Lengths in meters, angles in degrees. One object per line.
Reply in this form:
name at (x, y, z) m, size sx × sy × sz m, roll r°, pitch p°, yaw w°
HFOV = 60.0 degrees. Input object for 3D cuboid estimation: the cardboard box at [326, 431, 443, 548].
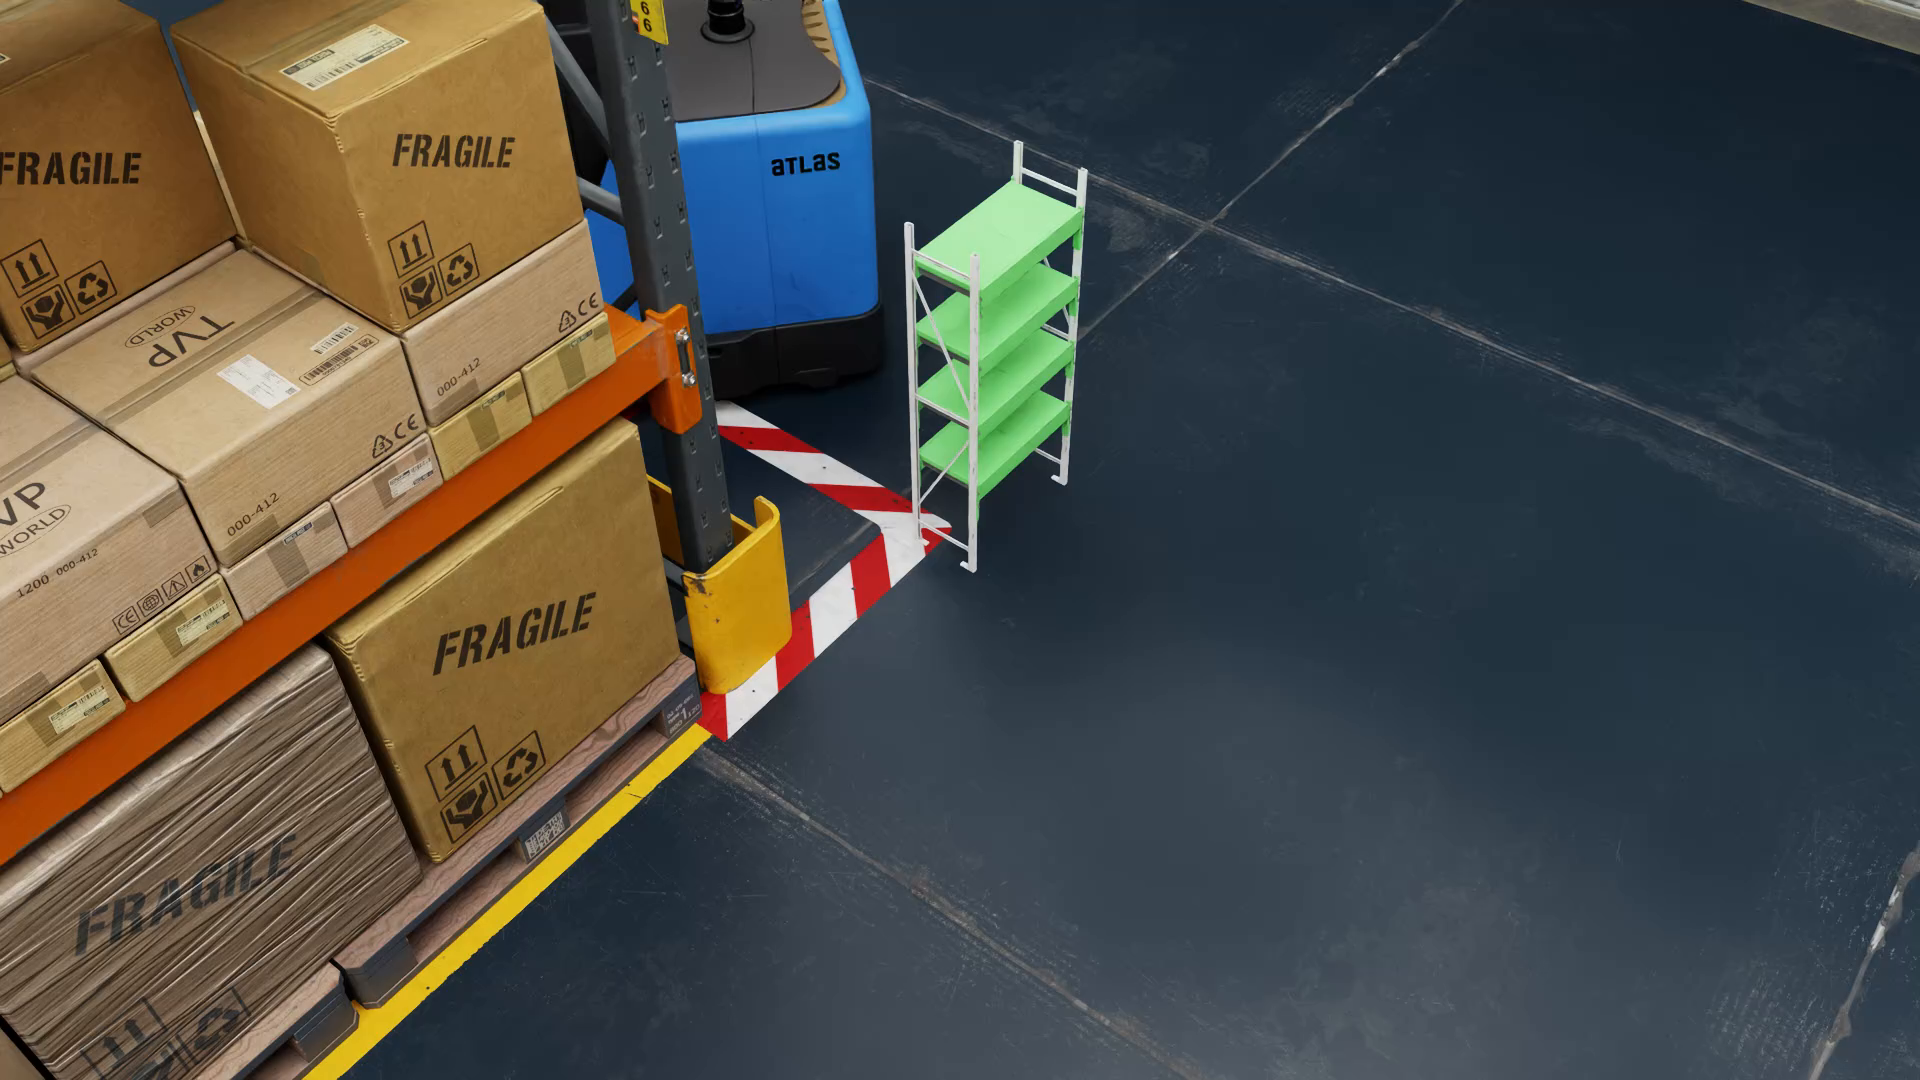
cardboard box at (-1.328, -0.183, 3.524) m, size 0.380 × 0.149 × 0.250 m, roll 29°, pitch 53°, yaw 25°

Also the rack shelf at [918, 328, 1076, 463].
rack shelf at (0.101, -0.465, 4.953) m, size 0.258 × 0.148 × 0.480 m, roll 29°, pitch 53°, yaw 25°

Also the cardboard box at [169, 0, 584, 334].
cardboard box at (-1.148, -0.827, 3.345) m, size 0.500 × 0.500 × 0.500 m, roll 30°, pitch 53°, yaw 25°

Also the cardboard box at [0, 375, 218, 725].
cardboard box at (-1.766, 0.013, 3.061) m, size 0.500 × 0.250 × 0.500 m, roll 27°, pitch 52°, yaw 24°

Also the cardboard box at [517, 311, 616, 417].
cardboard box at (-1.015, -0.476, 3.804) m, size 0.380 × 0.149 × 0.250 m, roll 30°, pitch 53°, yaw 26°

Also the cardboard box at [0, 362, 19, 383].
cardboard box at (-2.188, -0.221, 3.285) m, size 0.500 × 0.250 × 0.500 m, roll 28°, pitch 52°, yaw 24°

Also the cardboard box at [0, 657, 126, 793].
cardboard box at (-1.797, 0.258, 3.103) m, size 0.380 × 0.149 × 0.250 m, roll 29°, pitch 53°, yaw 25°

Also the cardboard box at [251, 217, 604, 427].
cardboard box at (-1.145, -0.568, 3.617) m, size 0.500 × 0.250 × 0.500 m, roll 28°, pitch 53°, yaw 24°

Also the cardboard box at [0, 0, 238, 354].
cardboard box at (-1.871, -0.781, 3.301) m, size 0.500 × 0.500 × 0.500 m, roll 28°, pitch 52°, yaw 24°

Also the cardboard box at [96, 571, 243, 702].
cardboard box at (-1.639, 0.109, 3.245) m, size 0.380 × 0.149 × 0.250 m, roll 28°, pitch 52°, yaw 24°

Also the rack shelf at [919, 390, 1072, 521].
rack shelf at (0.101, -0.299, 5.126) m, size 0.258 × 0.148 × 0.480 m, roll 29°, pitch 53°, yaw 25°

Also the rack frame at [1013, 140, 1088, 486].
rack frame at (0.250, -0.649, 5.040) m, size 0.240 × 1.200 × 0.015 m, roll 29°, pitch 53°, yaw 25°

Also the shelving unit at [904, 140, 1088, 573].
shelving unit at (0.101, -0.509, 4.907) m, size 0.258 × 1.200 × 0.503 m, roll 29°, pitch 53°, yaw 25°

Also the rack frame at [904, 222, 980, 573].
rack frame at (-0.048, -0.370, 4.773) m, size 0.240 × 1.200 × 0.015 m, roll 29°, pitch 53°, yaw 25°

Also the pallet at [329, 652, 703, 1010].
pallet at (-1.485, 0.543, 4.585) m, size 1.003 × 0.211 × 1.213 m, roll 29°, pitch 53°, yaw 25°

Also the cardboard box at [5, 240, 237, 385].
cardboard box at (-1.878, -0.507, 3.558) m, size 0.500 × 0.250 × 0.500 m, roll 29°, pitch 53°, yaw 25°

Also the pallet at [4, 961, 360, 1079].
pallet at (-2.231, 1.238, 3.921) m, size 1.003 × 0.211 × 1.213 m, roll 29°, pitch 53°, yaw 25°

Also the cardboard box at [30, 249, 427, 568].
cardboard box at (-1.455, -0.278, 3.340) m, size 0.500 × 0.250 × 0.500 m, roll 28°, pitch 53°, yaw 24°

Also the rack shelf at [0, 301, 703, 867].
rack shelf at (-2.281, 0.481, 3.214) m, size 1.077 × 0.370 × 4.000 m, roll 29°, pitch 53°, yaw 25°

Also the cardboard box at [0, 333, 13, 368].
cardboard box at (-2.183, -0.481, 3.015) m, size 0.500 × 0.500 × 0.500 m, roll 28°, pitch 52°, yaw 24°

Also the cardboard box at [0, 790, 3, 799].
cardboard box at (-1.950, 0.399, 2.968) m, size 0.380 × 0.149 × 0.250 m, roll 30°, pitch 53°, yaw 26°

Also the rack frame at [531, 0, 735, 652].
rack frame at (-1.058, -0.912, 4.047) m, size 1.000 × 3.000 × 0.127 m, roll 29°, pitch 53°, yaw 25°

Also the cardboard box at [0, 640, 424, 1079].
cardboard box at (-1.943, 0.599, 3.782) m, size 0.875 × 0.875 × 0.875 m, roll 29°, pitch 53°, yaw 25°

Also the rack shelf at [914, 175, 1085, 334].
rack shelf at (0.101, -0.797, 4.606) m, size 0.258 × 0.148 × 0.480 m, roll 29°, pitch 53°, yaw 25°

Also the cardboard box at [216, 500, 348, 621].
cardboard box at (-1.481, -0.040, 3.388) m, size 0.380 × 0.149 × 0.250 m, roll 30°, pitch 53°, yaw 26°

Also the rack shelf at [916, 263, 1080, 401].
rack shelf at (0.101, -0.631, 4.779) m, size 0.258 × 0.148 × 0.480 m, roll 29°, pitch 53°, yaw 25°

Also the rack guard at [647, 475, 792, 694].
rack guard at (-1.044, -0.062, 4.964) m, size 1.175 × 0.500 × 0.348 m, roll 29°, pitch 53°, yaw 25°

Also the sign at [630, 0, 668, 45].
sign at (-0.637, -1.146, 3.306) m, size 0.100 × 0.325 × 0.005 m, roll 29°, pitch 53°, yaw 25°

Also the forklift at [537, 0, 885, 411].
forklift at (-1.829, -1.704, 4.851) m, size 3.031 × 2.935 × 1.130 m, roll -8°, pitch 47°, yaw -8°

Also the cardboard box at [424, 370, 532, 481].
cardboard box at (-1.173, -0.326, 3.661) m, size 0.380 × 0.149 × 0.250 m, roll 30°, pitch 53°, yaw 25°

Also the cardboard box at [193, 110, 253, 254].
cardboard box at (-1.565, -0.808, 3.845) m, size 0.500 × 0.250 × 0.500 m, roll 28°, pitch 52°, yaw 24°

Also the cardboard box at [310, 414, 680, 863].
cardboard box at (-1.386, 0.078, 4.280) m, size 0.875 × 0.875 × 0.875 m, roll 29°, pitch 53°, yaw 25°
